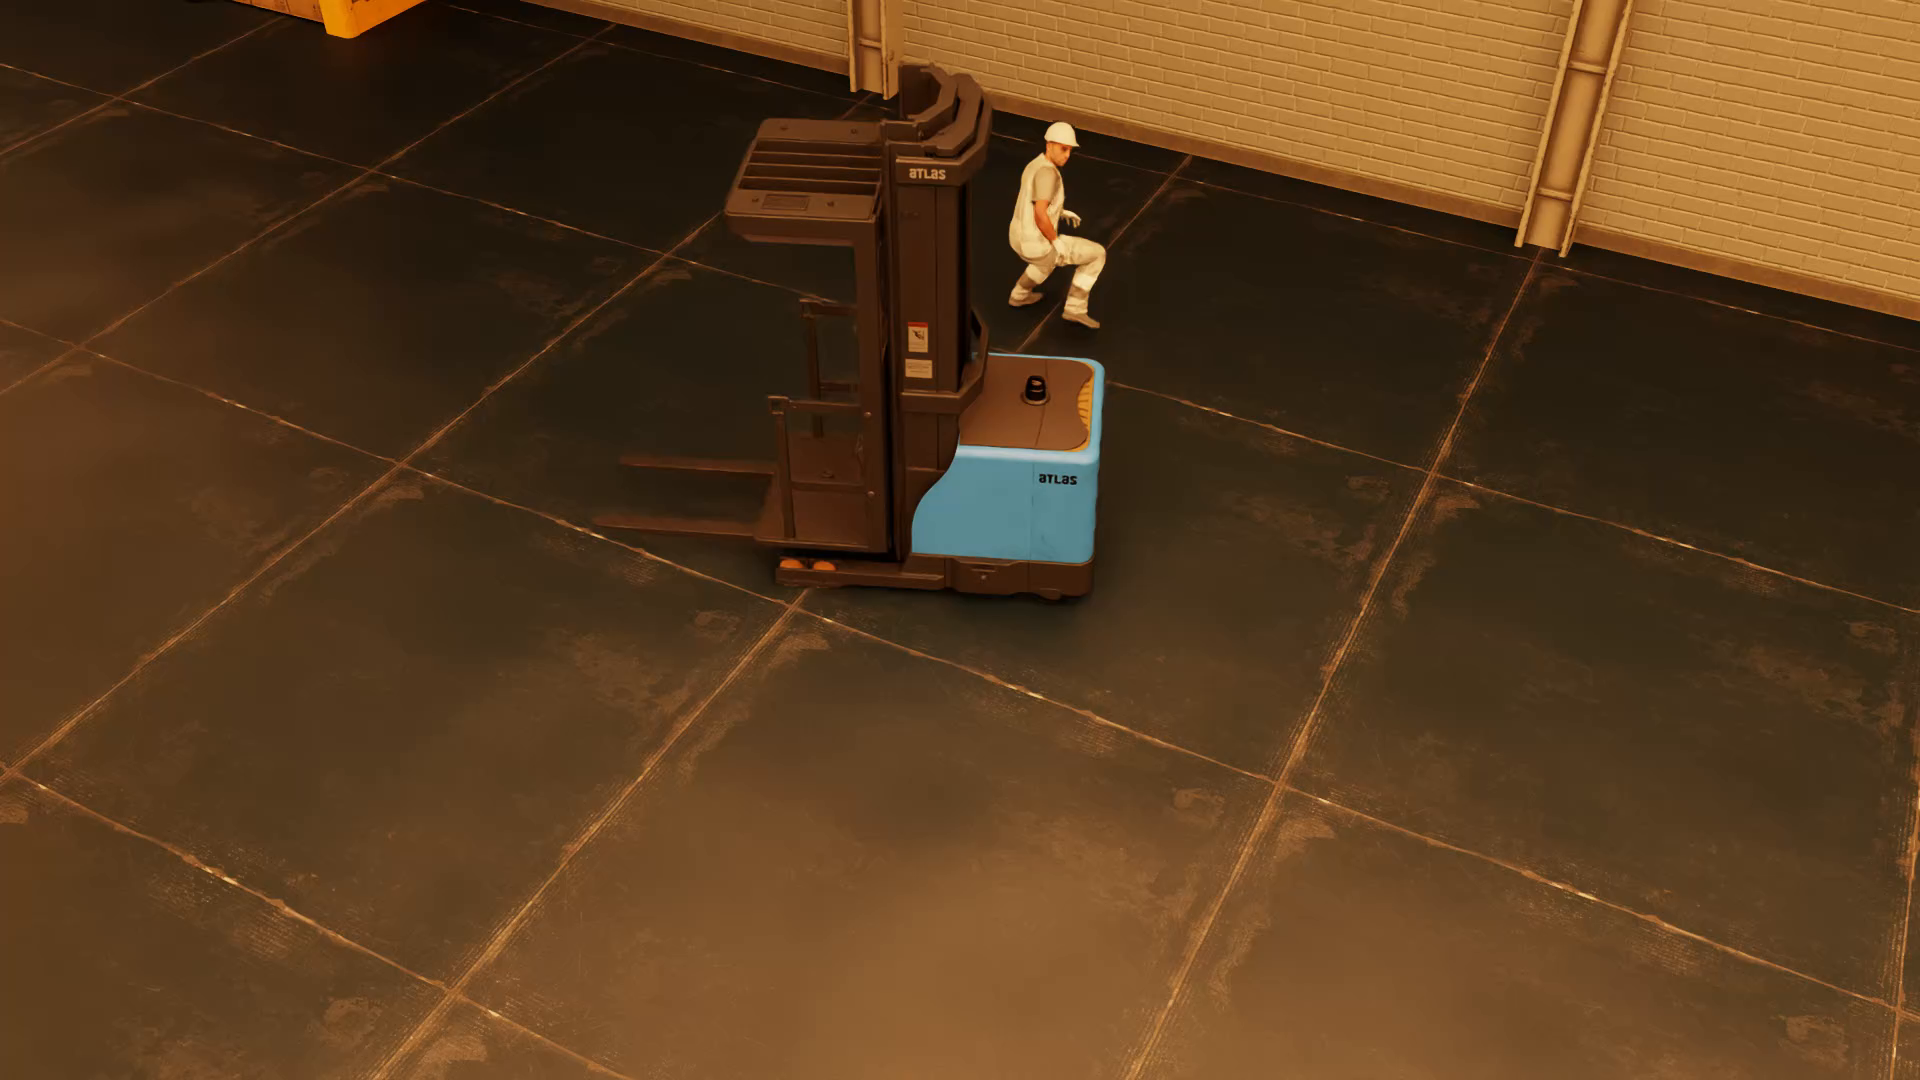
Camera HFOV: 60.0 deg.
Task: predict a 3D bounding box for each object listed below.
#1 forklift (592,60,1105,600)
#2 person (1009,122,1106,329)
[{"bbox_3d":[-0.680,-1.165,9.370,3.031,2.935,1.130,4,40,4],"label":"forklift"},{"bbox_3d":[0.679,-2.164,11.691,0.680,1.536,0.811,-14,42,-16],"label":"person"}]
